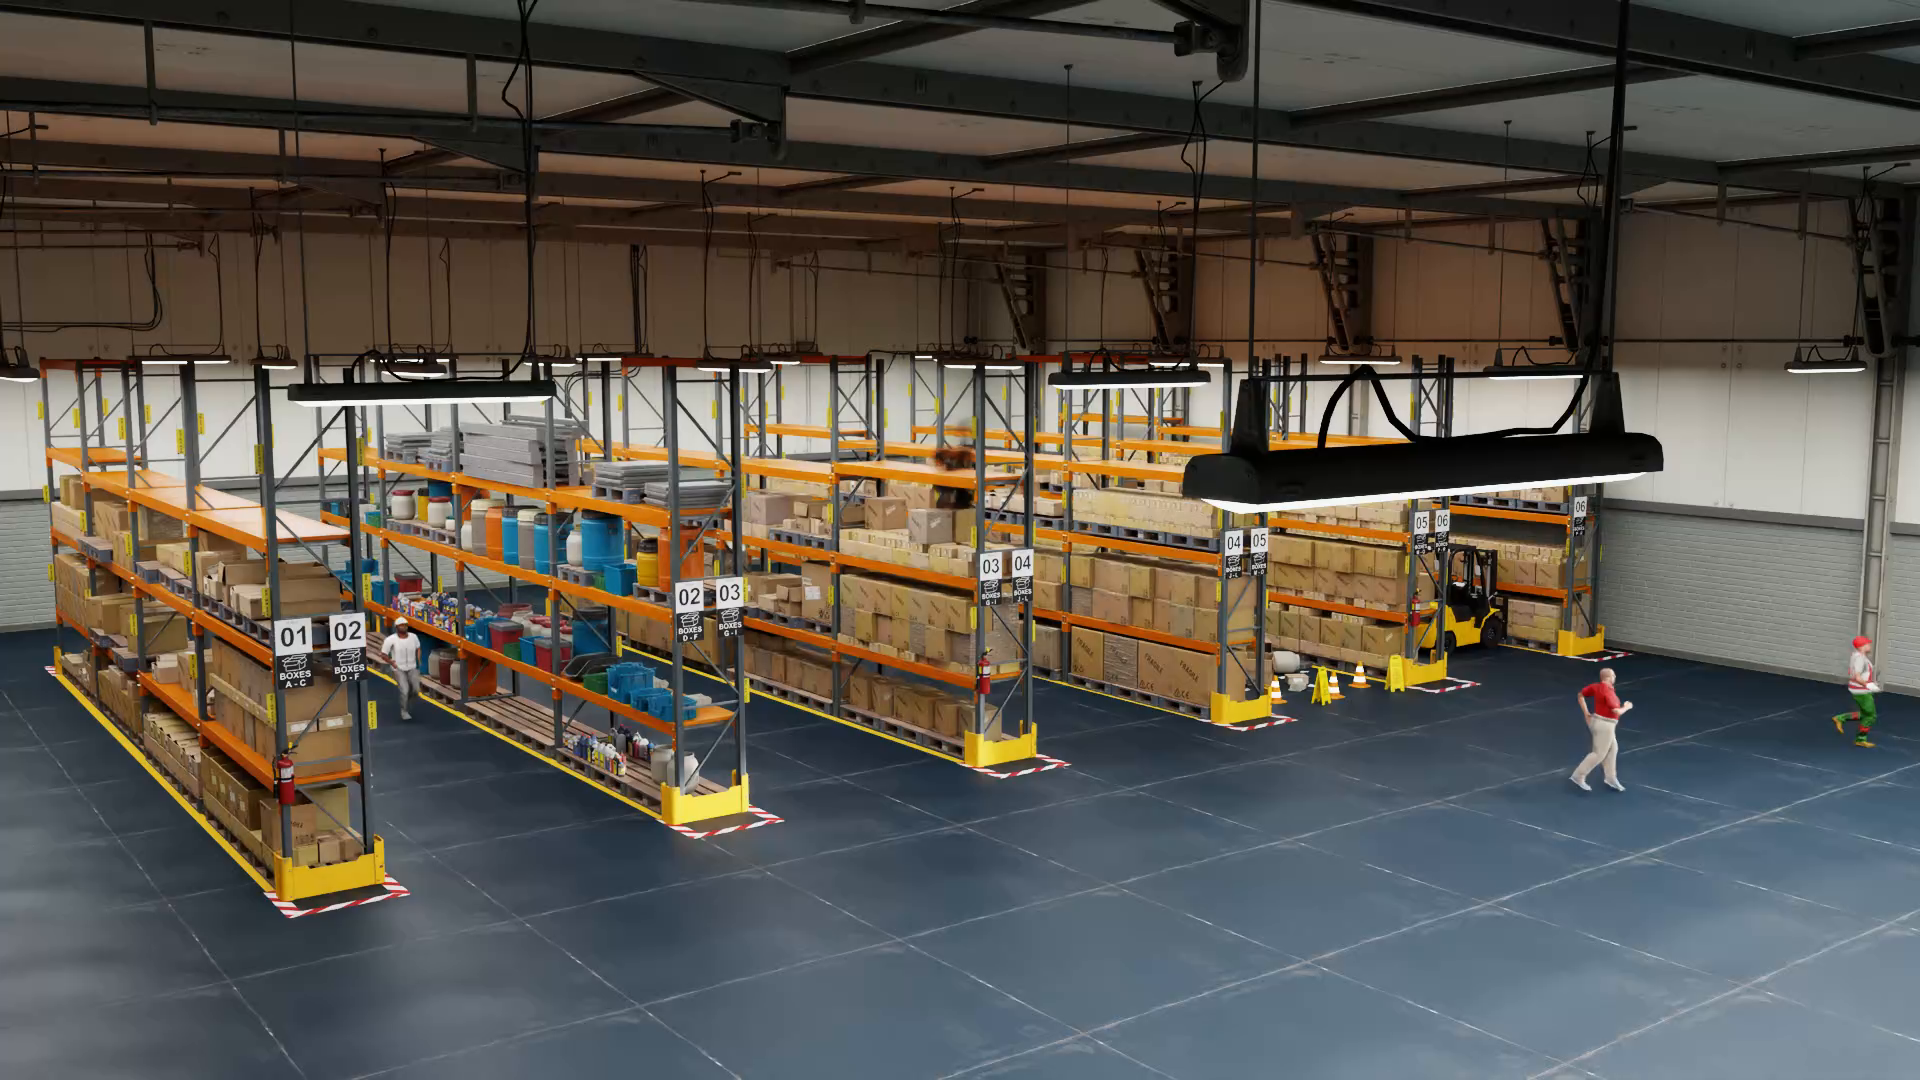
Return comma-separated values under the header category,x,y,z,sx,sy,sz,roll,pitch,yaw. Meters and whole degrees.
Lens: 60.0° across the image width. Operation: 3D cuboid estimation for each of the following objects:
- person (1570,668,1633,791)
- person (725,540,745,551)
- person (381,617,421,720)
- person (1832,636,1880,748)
category,x,y,z,sx,sy,sz,roll,pitch,yaw
person,8.984,2.678,23.315,0.847,1.792,0.664,0,7,1
person,-5.648,0.427,41.892,0.669,1.786,0.875,3,7,22
person,-9.309,2.143,27.814,0.686,1.718,0.605,-6,9,-39
person,14.001,2.361,25.970,0.615,1.744,0.656,3,7,20
